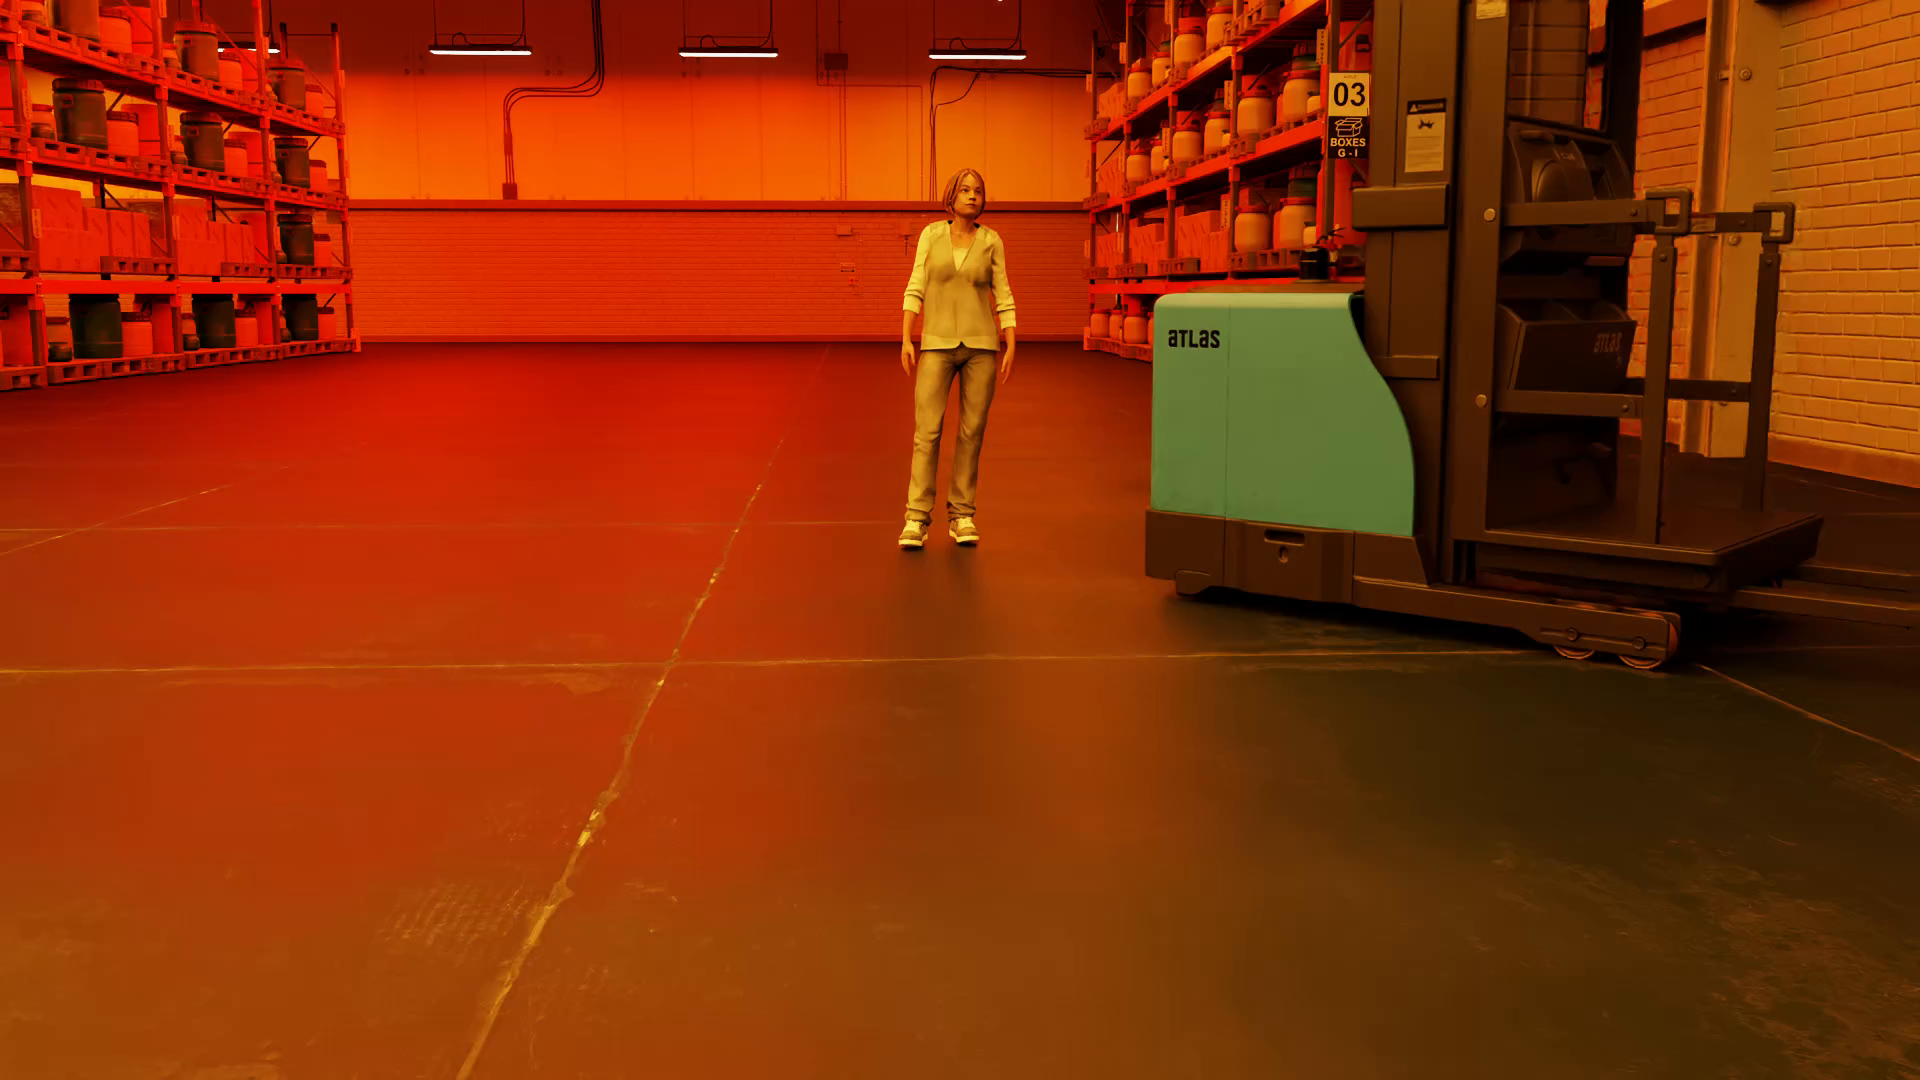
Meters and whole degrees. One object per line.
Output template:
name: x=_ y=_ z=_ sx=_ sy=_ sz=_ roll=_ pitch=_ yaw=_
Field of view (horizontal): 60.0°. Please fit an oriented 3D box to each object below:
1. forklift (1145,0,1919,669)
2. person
forklift: x=2.104 y=-1.163 z=5.163 sx=3.031 sy=2.935 sz=1.130 roll=7 pitch=11 yaw=41
person: x=-0.010 y=-0.786 z=7.118 sx=0.521 sy=1.596 sz=0.475 roll=-1 pitch=8 yaw=-4
